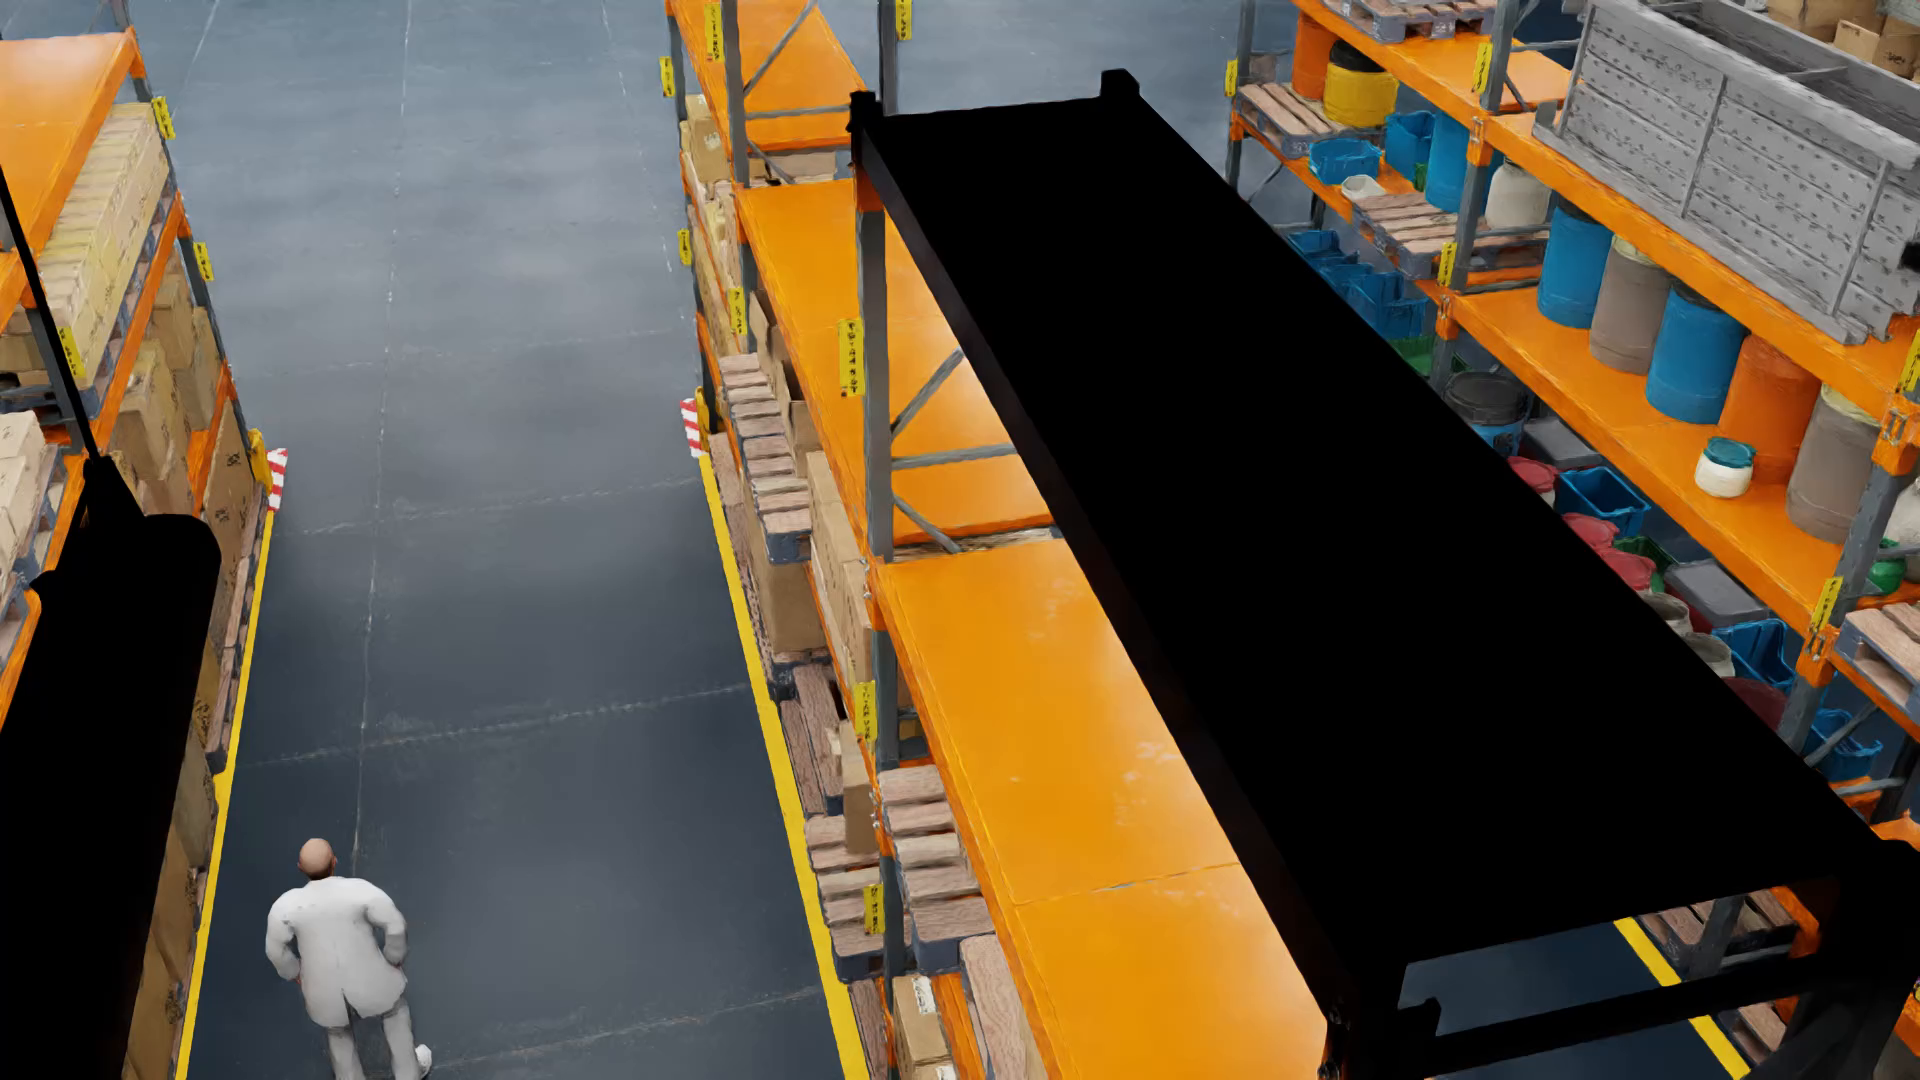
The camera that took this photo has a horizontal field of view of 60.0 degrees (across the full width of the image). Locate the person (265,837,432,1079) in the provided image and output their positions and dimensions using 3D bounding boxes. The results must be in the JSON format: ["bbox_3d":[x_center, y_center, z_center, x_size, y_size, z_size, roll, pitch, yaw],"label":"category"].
[{"bbox_3d":[-3.342,2.383,9.092,0.729,1.734,0.544,-9,35,-13],"label":"person"}]
